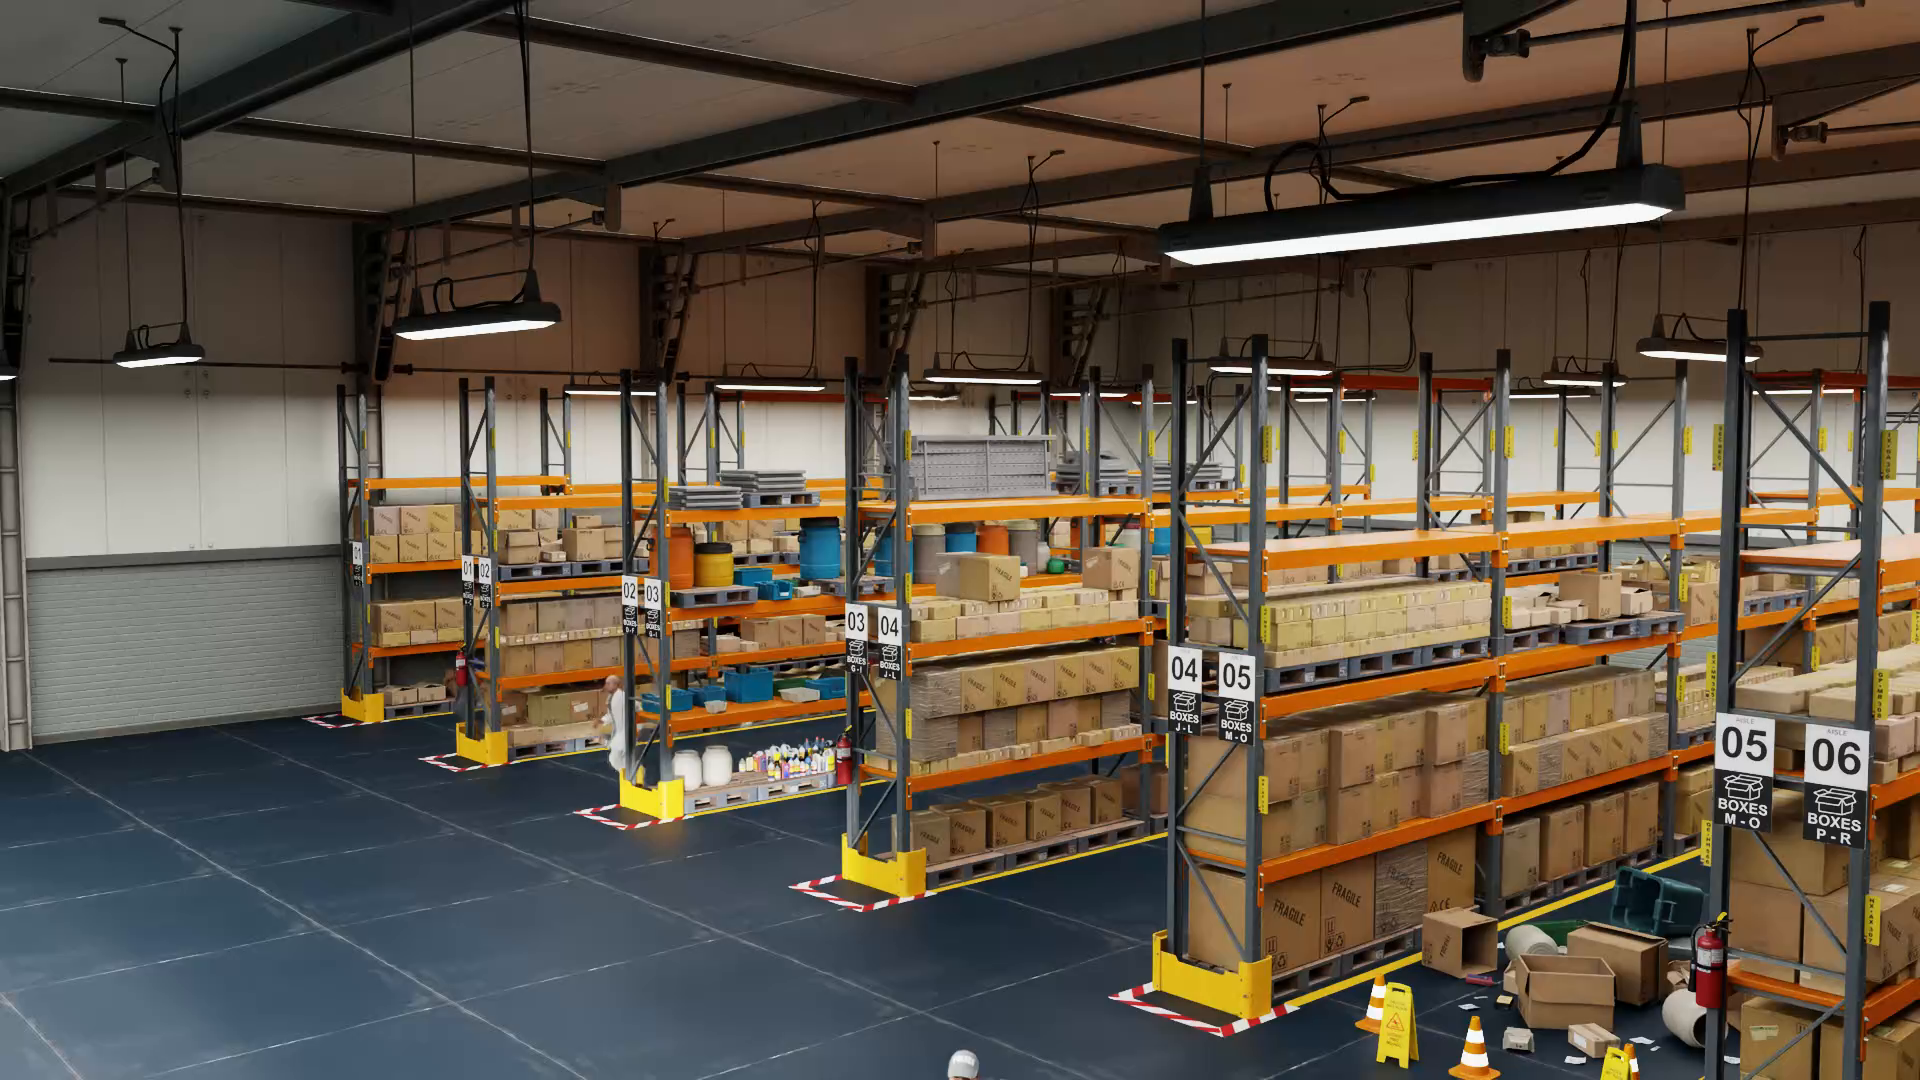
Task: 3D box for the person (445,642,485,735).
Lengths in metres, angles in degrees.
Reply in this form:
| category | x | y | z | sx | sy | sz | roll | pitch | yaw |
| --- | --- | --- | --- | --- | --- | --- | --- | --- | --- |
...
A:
| category | x | y | z | sx | sy | sz | roll | pitch | yaw |
| --- | --- | --- | --- | --- | --- | --- | --- | --- | --- |
| person | -8.236 | 2.543 | 27.657 | 0.592 | 1.685 | 0.684 | 3 | 5 | 37 |

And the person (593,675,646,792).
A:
| category | x | y | z | sx | sy | sz | roll | pitch | yaw |
| --- | --- | --- | --- | --- | --- | --- | --- | --- | --- |
| person | -4.848 | 2.773 | 23.753 | 0.706 | 1.705 | 0.713 | -3 | 5 | -36 |

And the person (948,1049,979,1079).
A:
| category | x | y | z | sx | sy | sz | roll | pitch | yaw |
| --- | --- | --- | --- | --- | --- | --- | --- | --- | --- |
| person | 0.061 | 3.719 | 9.551 | 0.626 | 1.700 | 0.826 | 1 | 4 | 11 |

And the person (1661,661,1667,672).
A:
| category | x | y | z | sx | sy | sz | roll | pitch | yaw |
| --- | --- | --- | --- | --- | --- | --- | --- | --- | --- |
| person | 10.517 | 2.652 | 24.754 | 0.988 | 1.714 | 0.668 | -3 | 5 | -42 |
